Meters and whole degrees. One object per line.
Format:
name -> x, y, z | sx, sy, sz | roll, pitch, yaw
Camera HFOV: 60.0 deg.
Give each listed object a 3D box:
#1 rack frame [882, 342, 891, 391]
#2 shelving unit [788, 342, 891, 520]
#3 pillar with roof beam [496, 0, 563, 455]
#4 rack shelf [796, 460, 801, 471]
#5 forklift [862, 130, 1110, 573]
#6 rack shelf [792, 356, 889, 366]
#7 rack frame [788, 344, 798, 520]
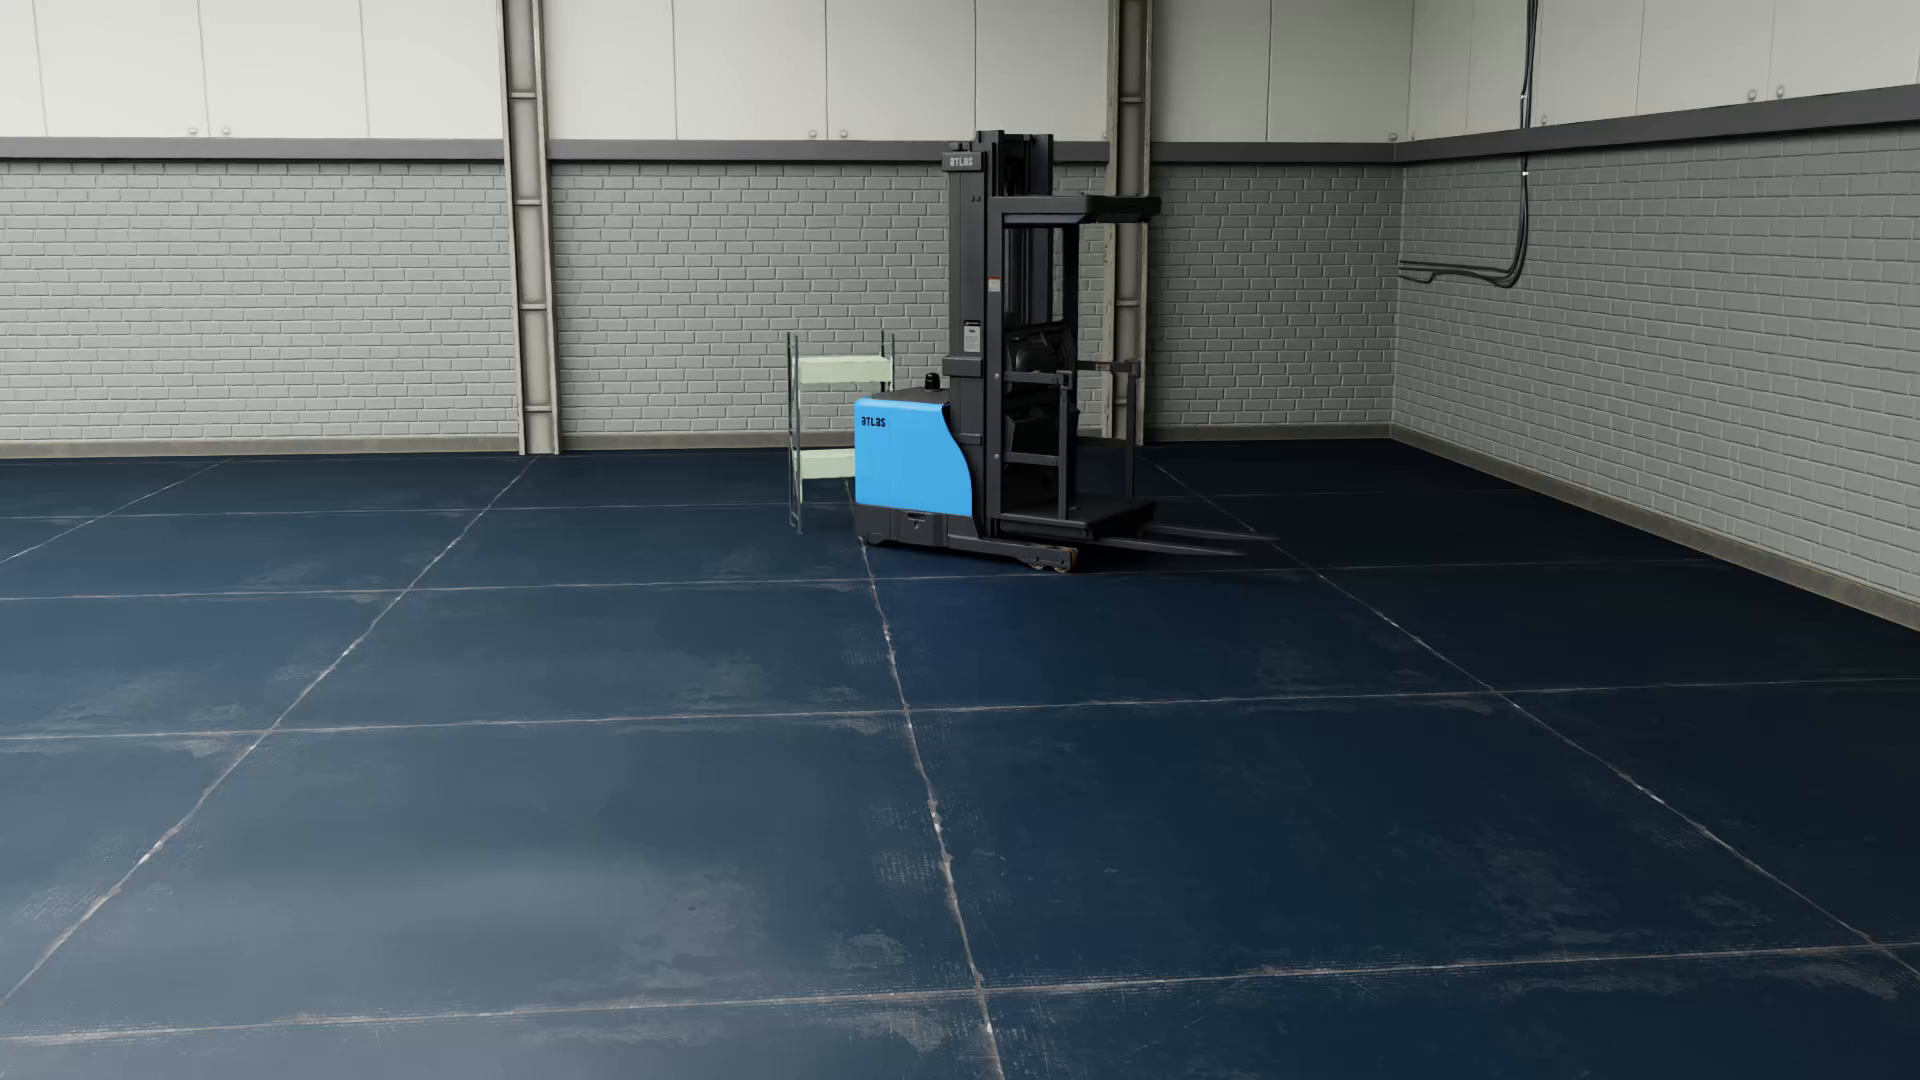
rack frame -> -0.553, -0.852, 12.813 | 0.010, 1.308, 0.380 | -3, 11, -15
shelving unit -> -0.906, -0.834, 12.721 | 0.742, 1.308, 0.380 | -3, 11, -15
pillar with roof beam -> -3.788, -4.481, 11.833 | 0.400, 9.000, 9.100 | -1, 11, -6
rack shelf -> -0.906, -0.584, 12.768 | 0.664, 0.071, 0.332 | -3, 11, -15
forklift -> 0.732, -1.332, 11.545 | 3.031, 2.935, 1.109 | 7, 13, 32
rack shelf -> -0.906, -1.347, 12.618 | 0.686, 0.052, 0.368 | -3, 11, -15
rack frame -> -1.260, -0.816, 12.628 | 0.010, 1.308, 0.380 | -3, 11, -15
